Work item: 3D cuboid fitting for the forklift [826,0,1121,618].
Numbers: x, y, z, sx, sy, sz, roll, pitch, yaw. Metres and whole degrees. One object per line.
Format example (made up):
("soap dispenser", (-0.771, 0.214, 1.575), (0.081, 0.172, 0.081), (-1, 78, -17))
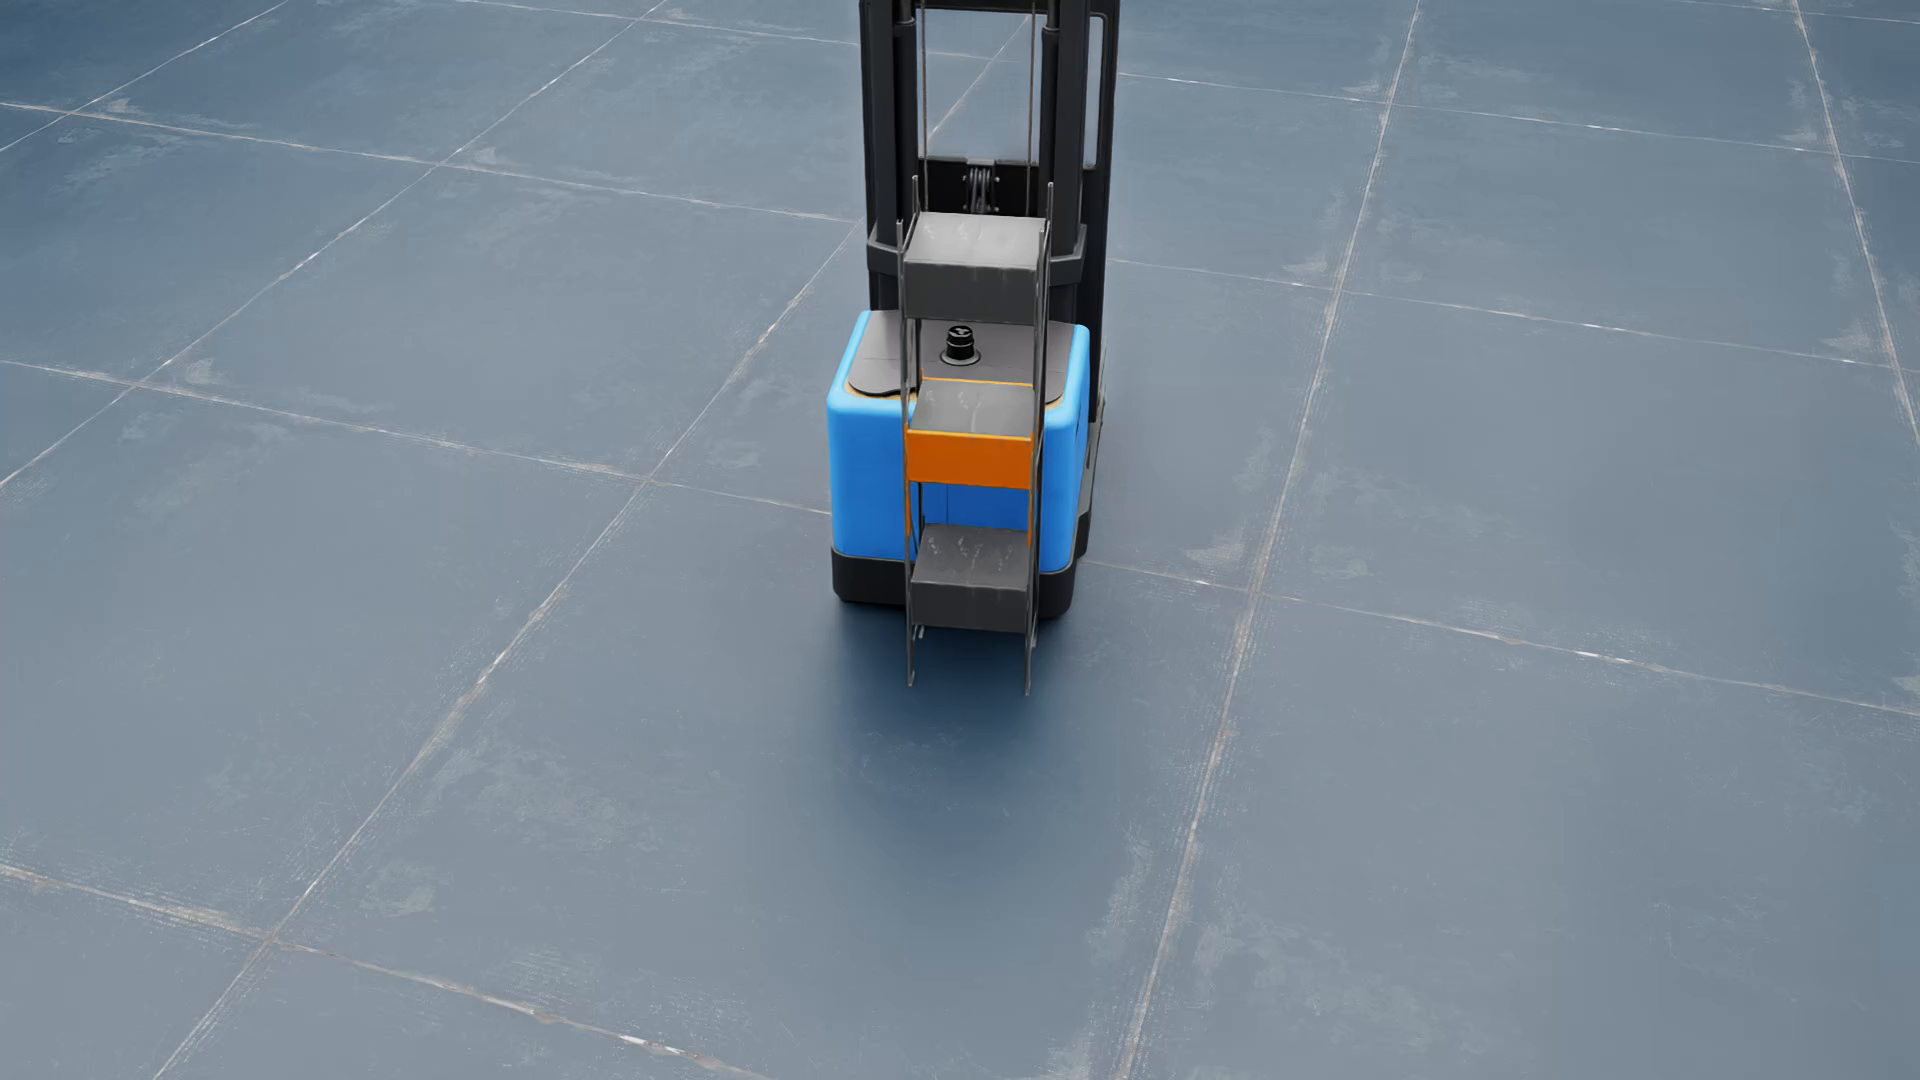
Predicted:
("forklift", (0.157, -1.709, 7.600), (1.130, 2.935, 3.031), (5, 37, 6))

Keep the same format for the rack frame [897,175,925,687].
("rack frame", (-0.184, -0.351, 6.455), (0.015, 2.100, 0.400), (4, 37, 6))

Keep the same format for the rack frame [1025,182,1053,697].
("rack frame", (0.300, -0.315, 6.406), (0.015, 2.100, 0.400), (4, 37, 6))

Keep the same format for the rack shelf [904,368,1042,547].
("rack shelf", (0.058, -0.322, 6.439), (0.480, 0.518, 0.431), (4, 37, 6))

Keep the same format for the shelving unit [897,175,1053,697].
("shelving unit", (0.058, -0.333, 6.431), (0.503, 2.100, 0.431), (4, 37, 6))

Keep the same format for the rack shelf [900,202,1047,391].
("rack shelf", (0.058, -0.885, 6.024), (0.480, 0.518, 0.431), (4, 37, 6))

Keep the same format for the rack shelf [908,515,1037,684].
("rack shelf", (0.058, 0.242, 6.854), (0.480, 0.518, 0.431), (4, 37, 6))
